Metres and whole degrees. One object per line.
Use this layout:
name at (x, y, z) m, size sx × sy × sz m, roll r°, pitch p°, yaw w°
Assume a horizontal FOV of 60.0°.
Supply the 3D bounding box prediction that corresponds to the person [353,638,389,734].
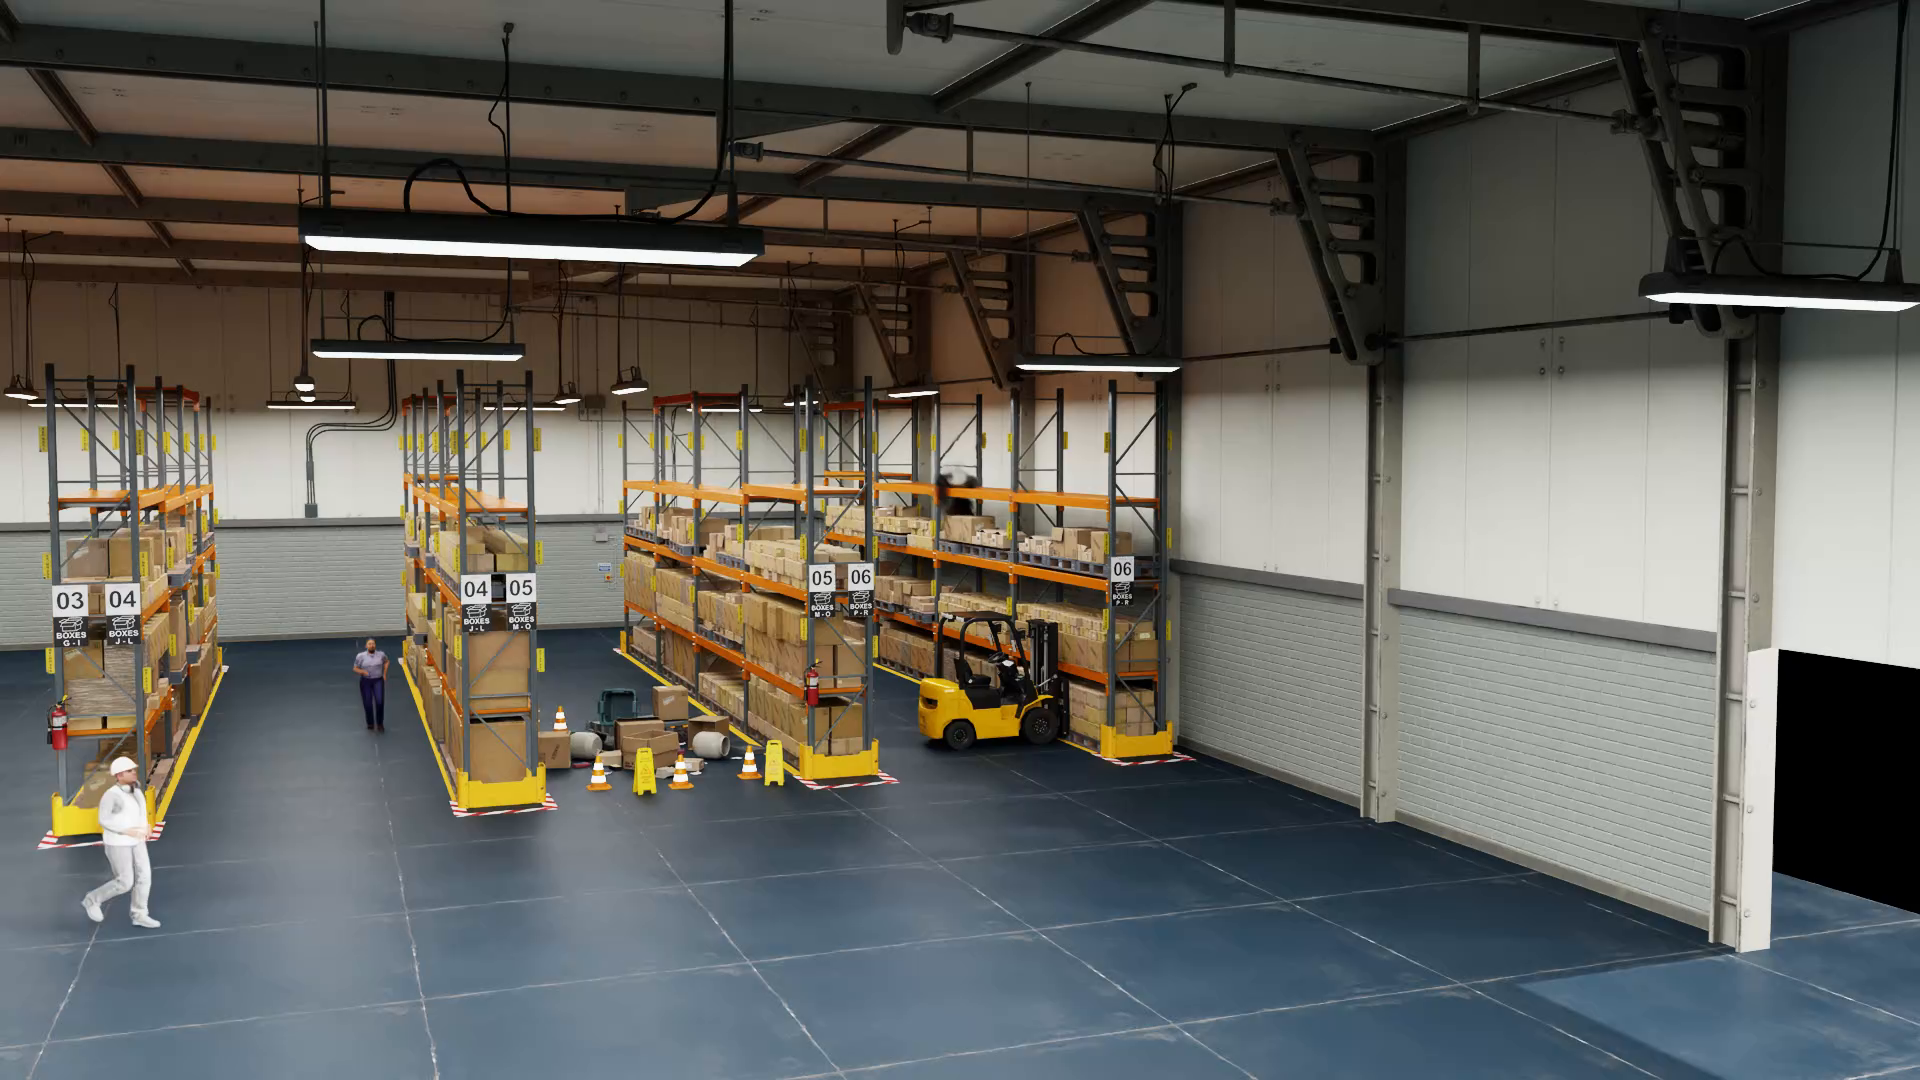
person at (-10.139, 2.522, 28.661) m, size 0.590 × 1.679 × 0.703 m, roll -1°, pitch 4°, yaw -20°

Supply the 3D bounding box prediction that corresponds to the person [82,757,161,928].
person at (-8.662, 3.124, 17.197) m, size 0.772 × 1.774 × 0.684 m, roll 0°, pitch 3°, yaw 7°
